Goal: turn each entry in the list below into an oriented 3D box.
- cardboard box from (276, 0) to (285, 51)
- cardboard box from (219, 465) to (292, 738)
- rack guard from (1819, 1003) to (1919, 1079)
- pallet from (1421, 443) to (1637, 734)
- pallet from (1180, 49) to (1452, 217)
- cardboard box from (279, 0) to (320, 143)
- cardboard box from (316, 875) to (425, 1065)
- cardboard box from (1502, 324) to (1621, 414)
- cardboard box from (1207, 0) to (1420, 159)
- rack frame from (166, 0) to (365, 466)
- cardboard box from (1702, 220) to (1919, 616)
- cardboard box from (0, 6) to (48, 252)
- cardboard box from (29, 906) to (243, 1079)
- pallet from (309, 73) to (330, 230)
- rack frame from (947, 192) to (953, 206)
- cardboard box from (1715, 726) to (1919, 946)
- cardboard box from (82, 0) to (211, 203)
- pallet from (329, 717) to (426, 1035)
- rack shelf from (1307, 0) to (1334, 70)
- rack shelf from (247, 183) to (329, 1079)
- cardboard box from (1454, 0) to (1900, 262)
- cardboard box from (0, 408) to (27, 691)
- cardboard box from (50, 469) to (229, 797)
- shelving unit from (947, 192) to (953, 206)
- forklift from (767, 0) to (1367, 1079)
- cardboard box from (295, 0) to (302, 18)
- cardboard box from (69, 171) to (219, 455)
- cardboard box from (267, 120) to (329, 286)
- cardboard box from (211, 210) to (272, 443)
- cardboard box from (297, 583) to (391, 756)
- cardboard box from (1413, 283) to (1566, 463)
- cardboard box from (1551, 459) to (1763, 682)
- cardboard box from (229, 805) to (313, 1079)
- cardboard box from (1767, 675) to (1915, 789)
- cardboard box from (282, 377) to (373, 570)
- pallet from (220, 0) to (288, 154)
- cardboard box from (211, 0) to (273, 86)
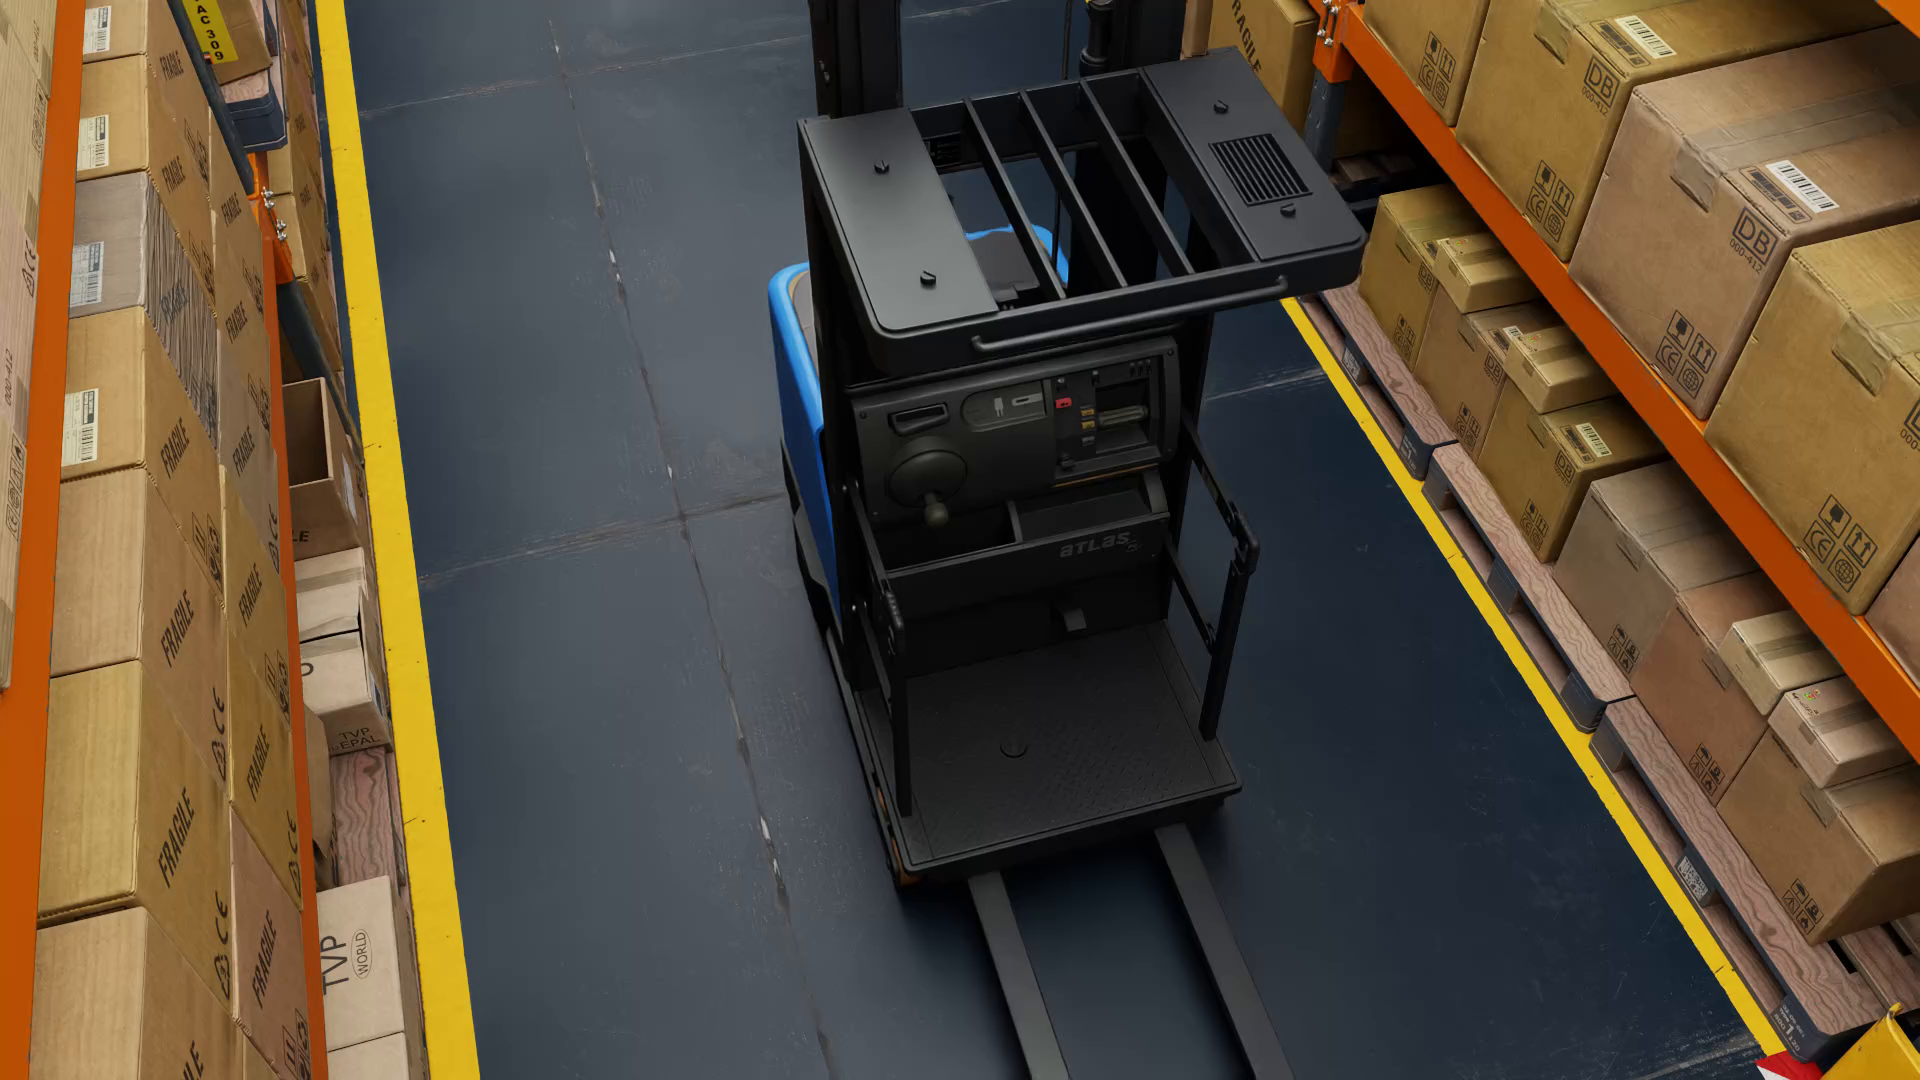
[{"bbox_3d":[-3.175,-2.272,7.060,0.500,0.250,0.500,-14,51,-12],"label":"cardboard box"},{"bbox_3d":[-1.967,0.208,4.047,0.500,0.500,0.500,-13,51,-10],"label":"cardboard box"},{"bbox_3d":[3.100,1.433,4.715,1.175,0.500,0.348,-13,51,-11],"label":"rack guard"},{"bbox_3d":[2.425,0.053,6.068,1.003,0.211,1.213,-13,51,-11],"label":"pallet"},{"bbox_3d":[1.610,-1.960,7.764,1.003,0.211,1.213,-13,51,-11],"label":"pallet"},{"bbox_3d":[-3.189,-2.057,7.369,0.500,0.500,0.500,-15,52,-12],"label":"cardboard box"},{"bbox_3d":[-1.823,1.285,4.715,0.500,0.250,0.500,-13,51,-11],"label":"cardboard box"},{"bbox_3d":[2.115,-0.609,5.737,0.380,0.149,0.250,-15,51,-12],"label":"cardboard box"},{"bbox_3d":[1.594,-2.200,7.274,0.750,0.750,0.750,-13,51,-11],"label":"cardboard box"},{"bbox_3d":[-2.821,-1.189,5.291,1.000,3.000,0.127,-13,51,-11],"label":"rack frame"},{"bbox_3d":[2.707,-0.386,4.418,0.980,0.700,0.700,-14,51,-11],"label":"cardboard box"},{"bbox_3d":[-1.986,-0.716,3.028,0.500,0.250,0.500,-13,51,-11],"label":"cardboard box"},{"bbox_3d":[-1.517,0.994,2.731,0.500,0.500,0.500,-12,51,-10],"label":"cardboard box"},{"bbox_3d":[-3.462,-1.769,7.603,1.003,0.211,1.213,-13,51,-11],"label":"pallet"},{"bbox_3d":[-0.140,-0.772,6.116,0.240,1.200,0.015,-12,51,-10],"label":"rack frame"},{"bbox_3d":[2.791,0.791,4.981,0.700,0.500,0.500,-13,51,-11],"label":"cardboard box"},{"bbox_3d":[-2.424,-1.233,4.608,0.500,0.500,0.500,-13,51,-11],"label":"cardboard box"},{"bbox_3d":[-2.254,1.104,5.181,1.003,0.211,1.213,-13,51,-11],"label":"pallet"},{"bbox_3d":[1.319,-3.541,7.744,1.077,0.370,4.000,-13,51,-11],"label":"rack shelf"},{"bbox_3d":[-2.229,0.503,4.334,1.077,0.370,4.000,-13,51,-11],"label":"rack shelf"},{"bbox_3d":[2.266,-1.474,5.335,0.980,0.700,0.700,-14,51,-12],"label":"cardboard box"},{"bbox_3d":[-1.682,0.013,2.413,0.500,0.250,0.500,-13,51,-11],"label":"cardboard box"},{"bbox_3d":[-1.822,0.247,3.360,0.500,0.500,0.500,-13,51,-10],"label":"cardboard box"},{"bbox_3d":[-0.207,-0.951,6.267,0.258,1.200,0.503,-12,51,-10],"label":"shelving unit"},{"bbox_3d":[0.230,-0.189,4.492,1.130,2.935,3.031,-12,51,-10],"label":"forklift"},{"bbox_3d":[-3.503,-2.817,8.010,0.500,0.500,0.500,-12,51,-10],"label":"cardboard box"},{"bbox_3d":[-2.121,-0.491,3.983,0.500,0.500,0.500,-13,51,-11],"label":"cardboard box"},{"bbox_3d":[-2.899,-1.321,6.749,0.500,0.500,0.500,-13,51,-10],"label":"cardboard box"},{"bbox_3d":[-2.274,-0.538,4.676,0.500,0.500,0.500,-12,51,-10],"label":"cardboard box"},{"bbox_3d":[-2.159,0.435,5.392,0.500,0.311,0.500,-13,51,-11],"label":"cardboard box"},{"bbox_3d":[2.179,-0.705,6.242,0.700,0.500,0.500,-14,51,-11],"label":"cardboard box"},{"bbox_3d":[2.493,0.059,5.599,0.700,0.500,0.500,-15,51,-12],"label":"cardboard box"},{"bbox_3d":[-1.675,0.941,3.430,0.500,0.500,0.500,-14,51,-11],"label":"cardboard box"},{"bbox_3d":[2.579,0.530,4.778,0.380,0.149,0.250,-14,51,-11],"label":"cardboard box"},{"bbox_3d":[-2.381,-0.173,5.781,0.500,0.500,0.500,-13,51,-11],"label":"cardboard box"},{"bbox_3d":[-2.953,-1.736,5.877,1.003,0.211,1.213,-13,51,-11],"label":"pallet"},{"bbox_3d":[-2.747,-1.753,5.426,0.700,0.500,0.500,-30,56,-23],"label":"cardboard box"}]
